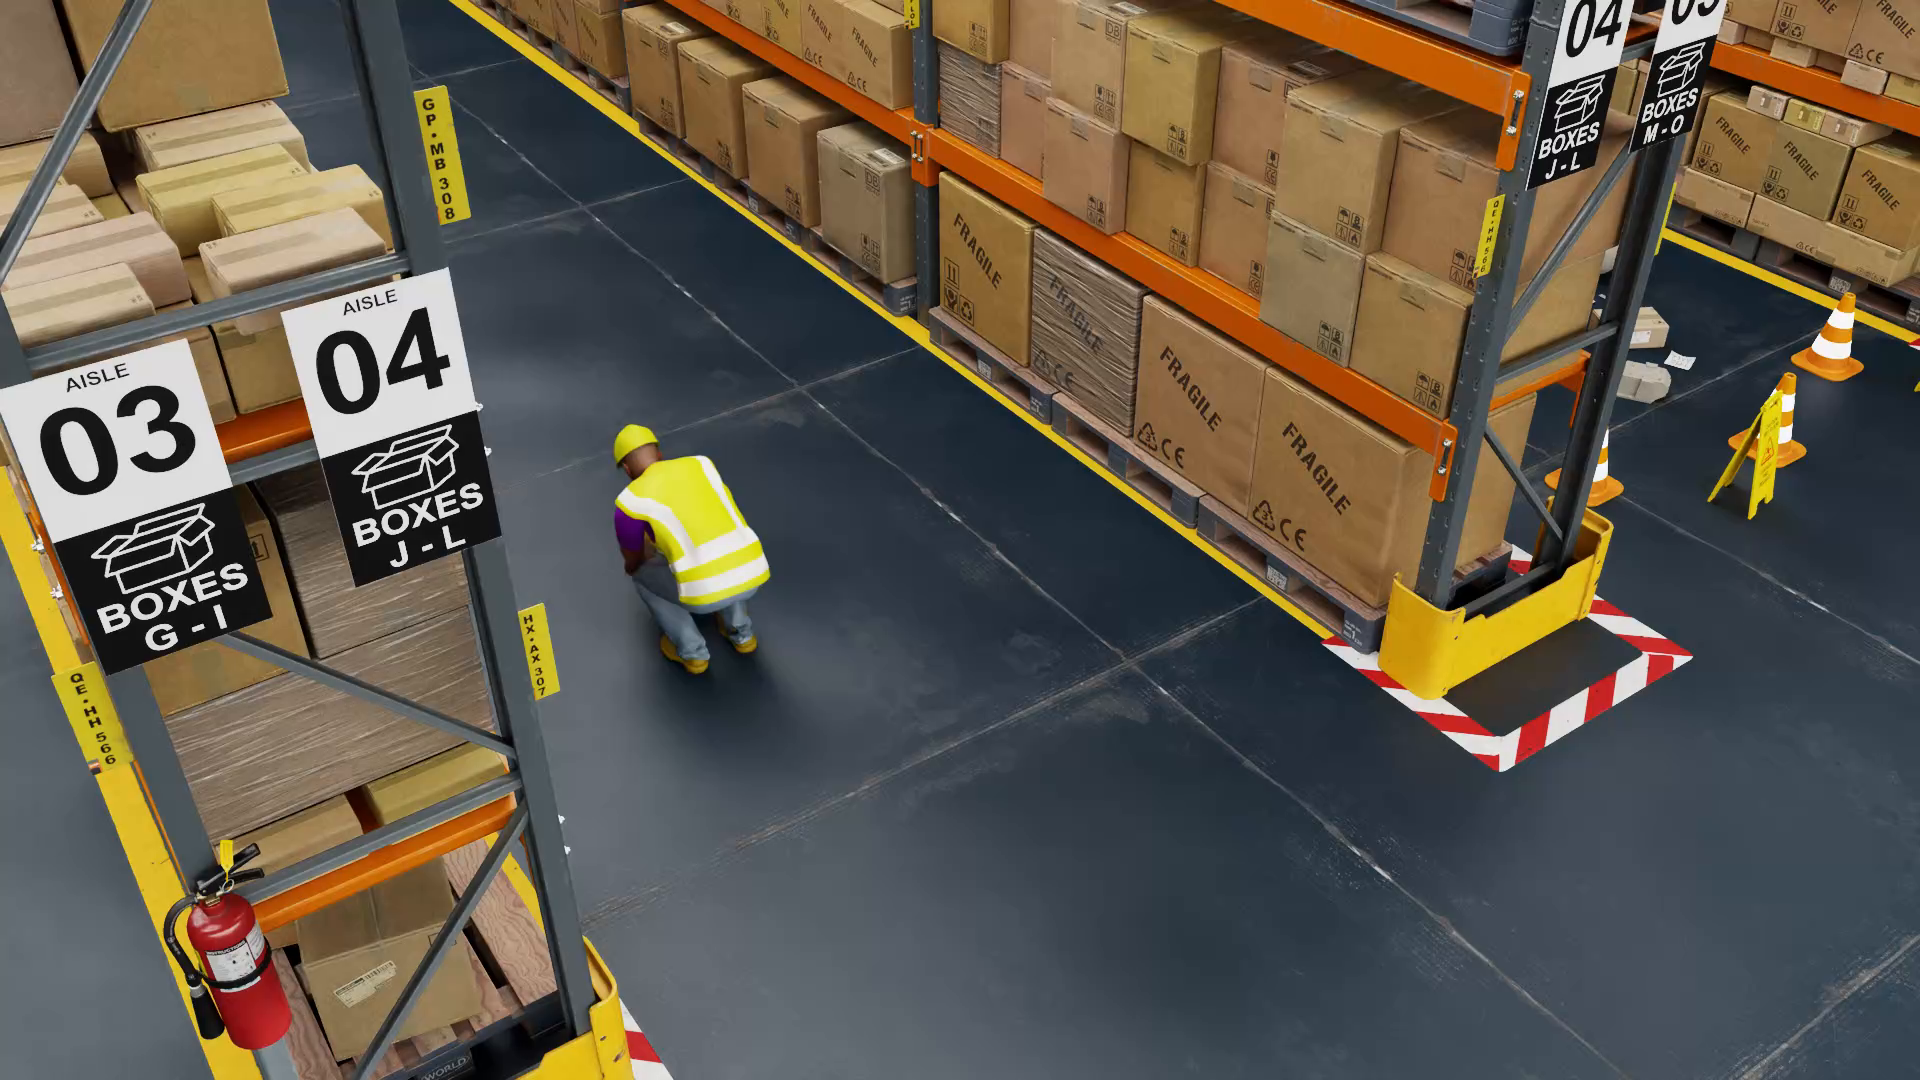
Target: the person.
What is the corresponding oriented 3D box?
[{"bbox_3d":[-1.267,0.039,7.577,0.540,1.012,0.901,-24,42,-29],"label":"person"}]
